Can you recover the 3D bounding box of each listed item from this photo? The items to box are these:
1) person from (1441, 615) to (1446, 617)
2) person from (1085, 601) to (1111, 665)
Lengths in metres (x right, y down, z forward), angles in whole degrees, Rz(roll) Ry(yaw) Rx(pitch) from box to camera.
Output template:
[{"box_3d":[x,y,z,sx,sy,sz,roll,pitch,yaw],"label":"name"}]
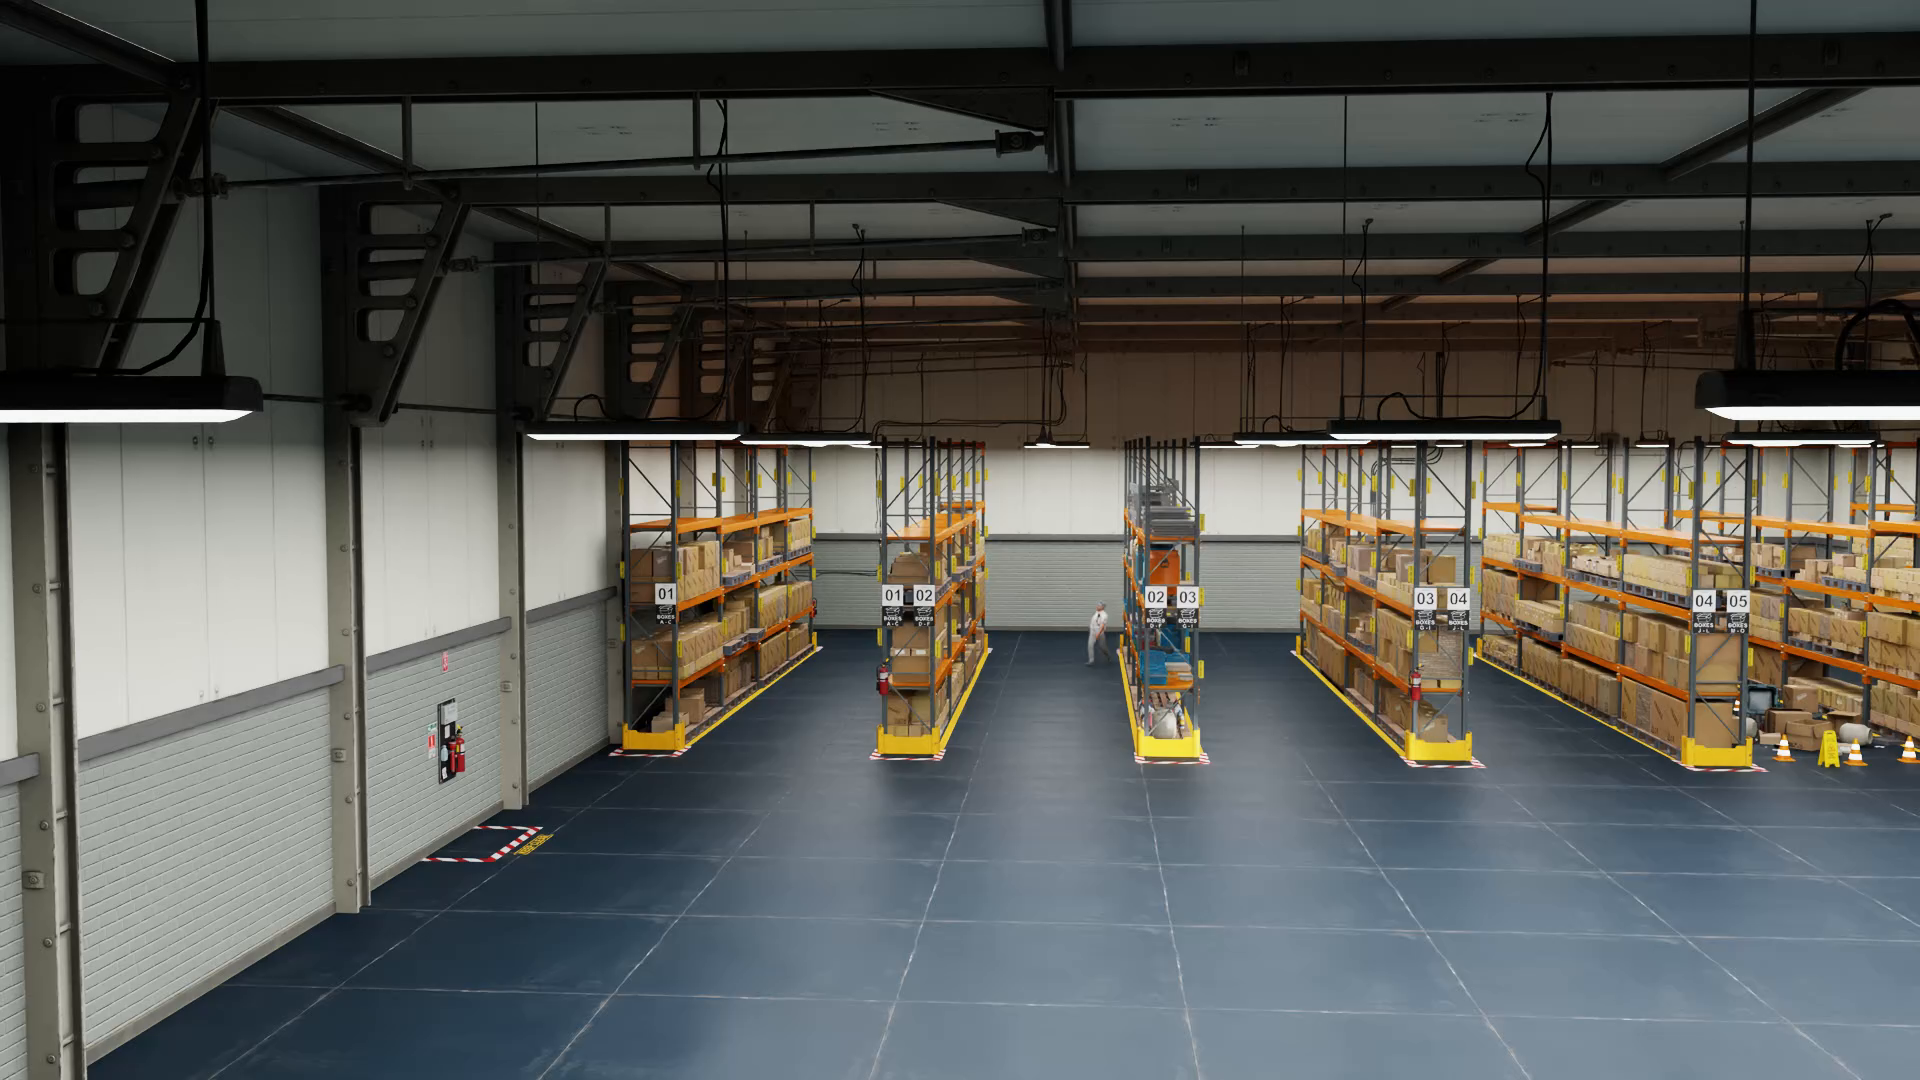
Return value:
[{"box_3d":[13.365,2.408,46.398,0.419,1.639,0.968,2,4,31],"label":"person"},{"box_3d":[3.712,2.477,44.437,0.507,1.720,0.963,2,3,28],"label":"person"}]
